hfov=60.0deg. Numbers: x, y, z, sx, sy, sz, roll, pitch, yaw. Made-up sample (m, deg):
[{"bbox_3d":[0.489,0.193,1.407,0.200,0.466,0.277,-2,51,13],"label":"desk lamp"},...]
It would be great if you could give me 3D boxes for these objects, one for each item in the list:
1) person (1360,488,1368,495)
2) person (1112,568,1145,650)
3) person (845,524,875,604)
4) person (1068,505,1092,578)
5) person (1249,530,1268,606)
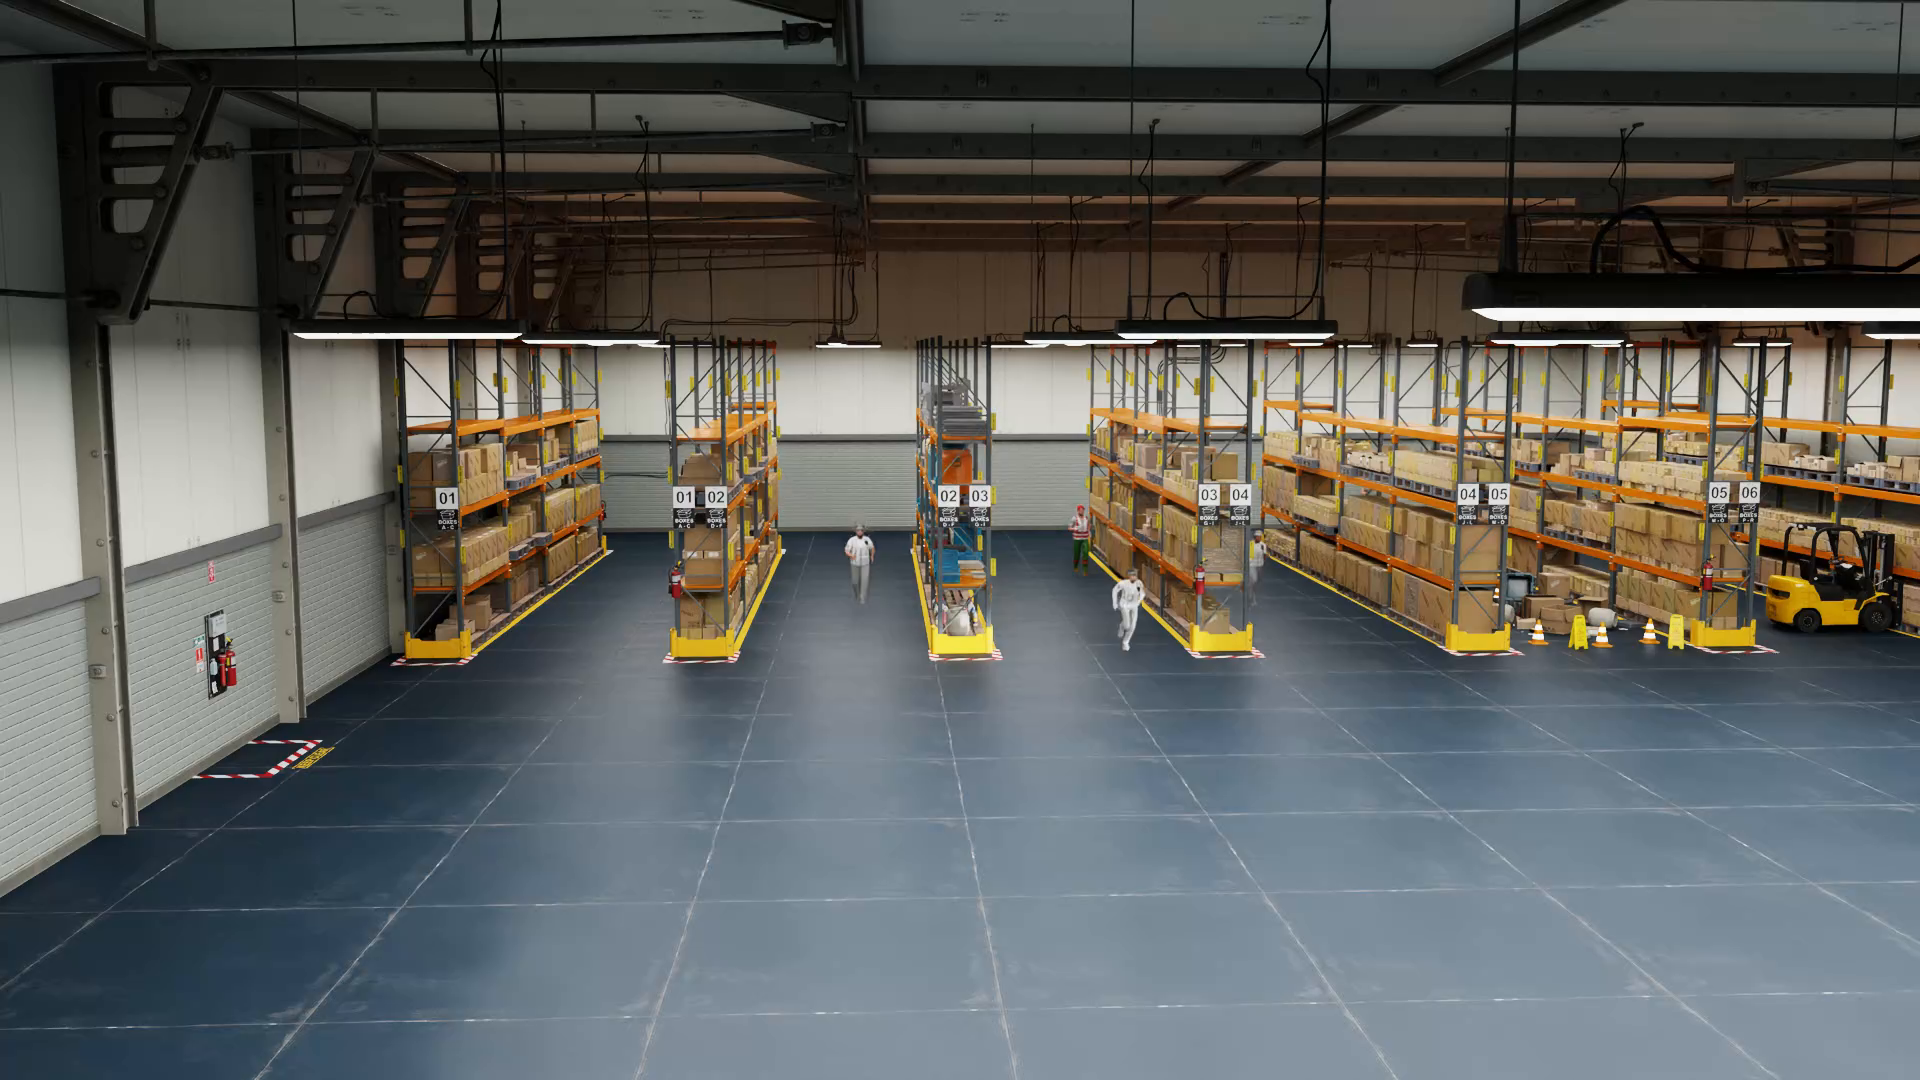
[{"bbox_3d":[11.884,-0.698,49.194,0.595,1.677,0.660,-2,7,-14],"label":"person"},{"bbox_3d":[3.246,1.314,31.981,0.607,1.619,0.688,-2,7,-18],"label":"person"},{"bbox_3d":[-2.189,0.523,36.616,0.674,1.767,0.755,-1,7,-8],"label":"person"},{"bbox_3d":[3.065,0.013,42.308,0.643,1.829,0.850,-1,7,-9],"label":"person"},{"bbox_3d":[6.707,0.627,37.725,0.497,1.746,0.835,-2,7,-15],"label":"person"}]
